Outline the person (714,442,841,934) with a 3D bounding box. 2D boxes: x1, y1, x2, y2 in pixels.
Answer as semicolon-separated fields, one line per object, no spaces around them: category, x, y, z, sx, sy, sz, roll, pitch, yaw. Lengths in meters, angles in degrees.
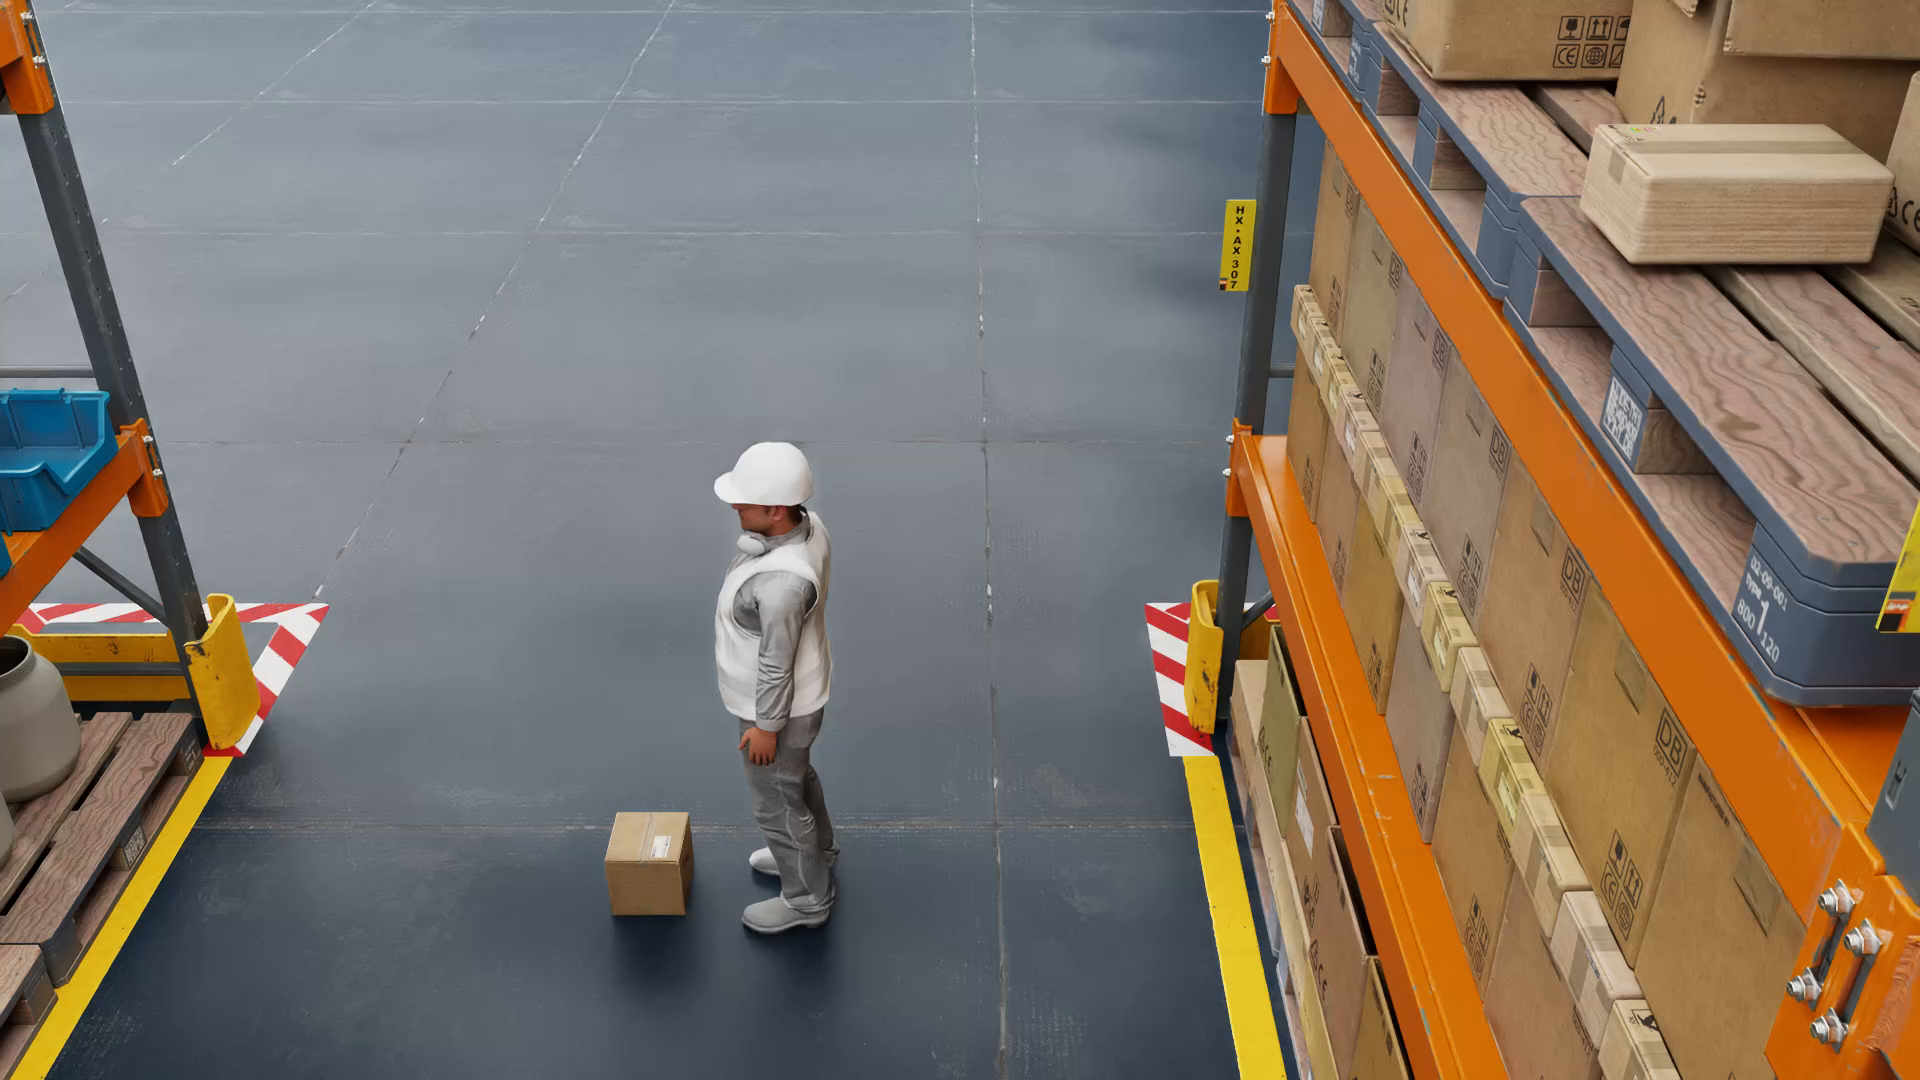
person;-0.585;0.480;5.328;0.357;1.773;0.532;1;31;1
